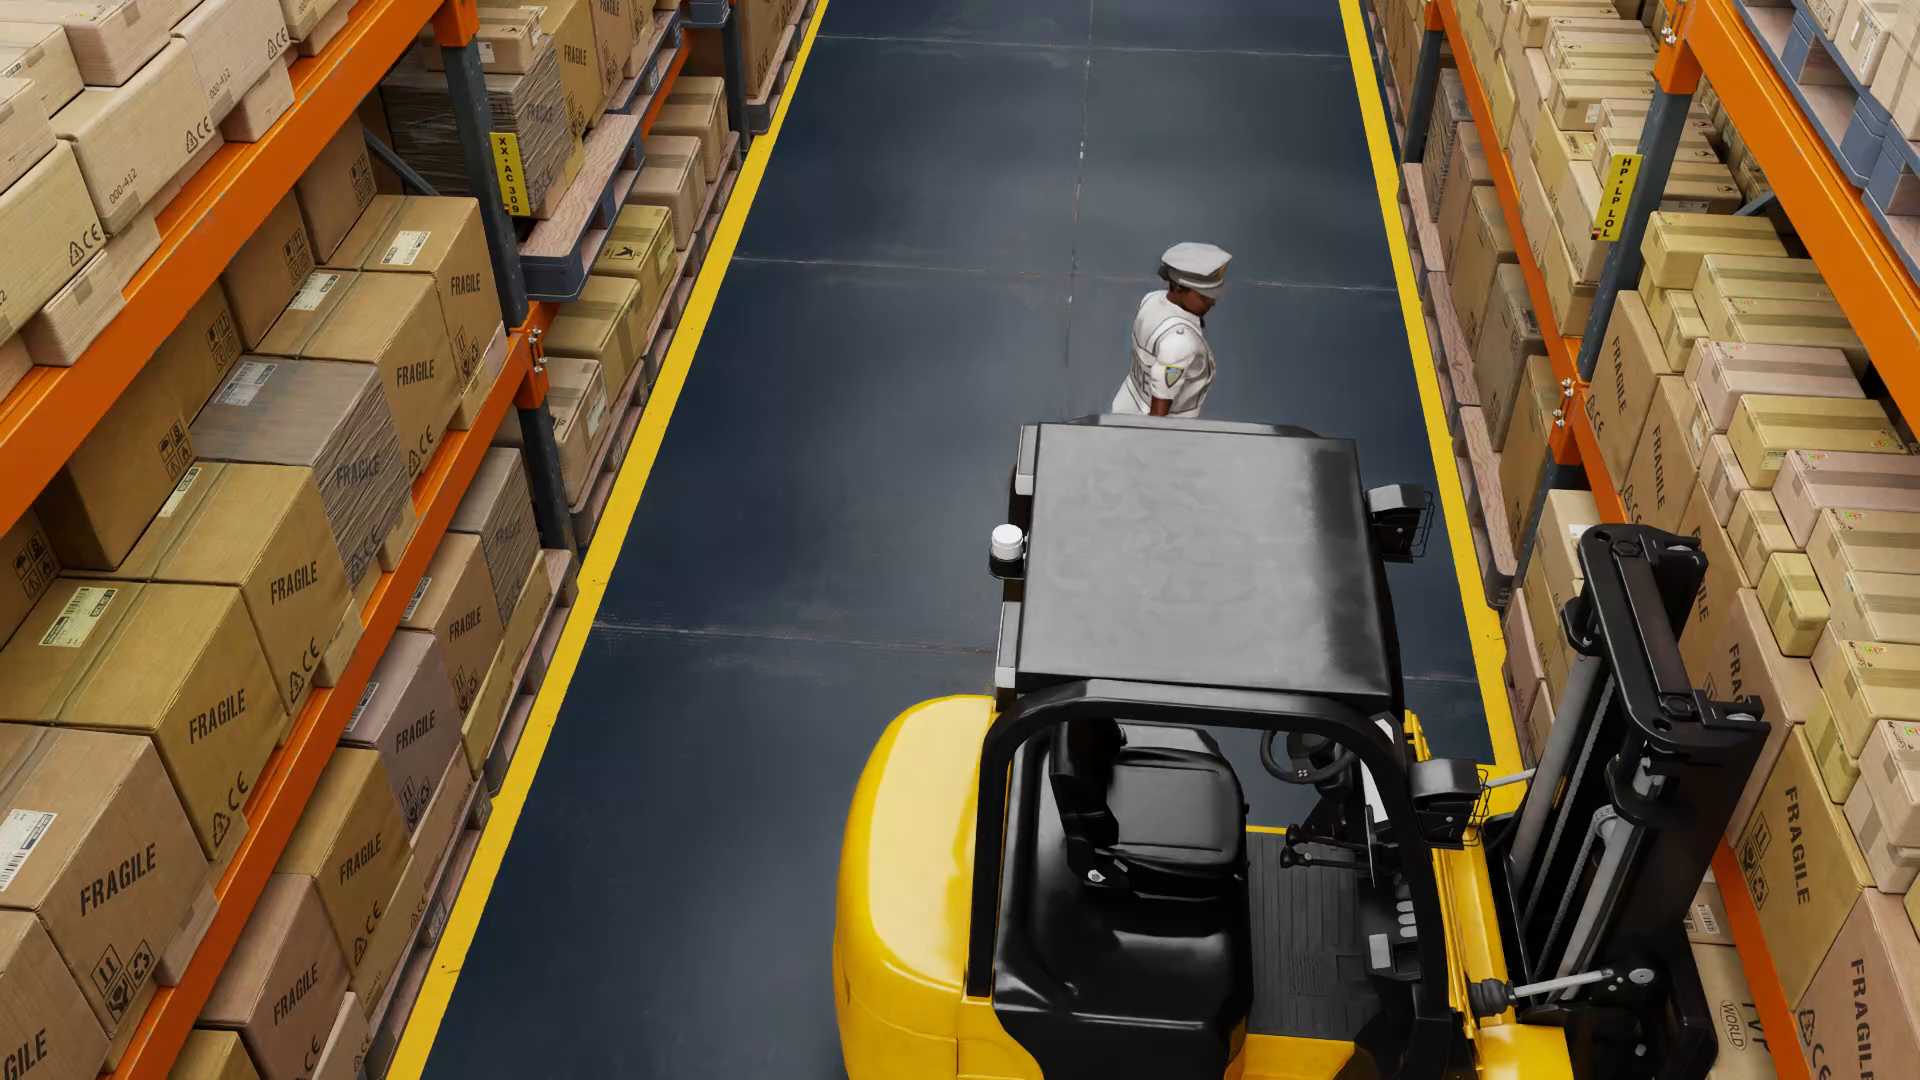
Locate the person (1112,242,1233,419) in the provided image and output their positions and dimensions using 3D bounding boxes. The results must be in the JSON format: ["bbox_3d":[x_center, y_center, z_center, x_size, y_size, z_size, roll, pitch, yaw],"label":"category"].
[{"bbox_3d":[0.834,-0.410,6.654,0.615,1.673,0.629,-9,41,-10],"label":"person"}]
